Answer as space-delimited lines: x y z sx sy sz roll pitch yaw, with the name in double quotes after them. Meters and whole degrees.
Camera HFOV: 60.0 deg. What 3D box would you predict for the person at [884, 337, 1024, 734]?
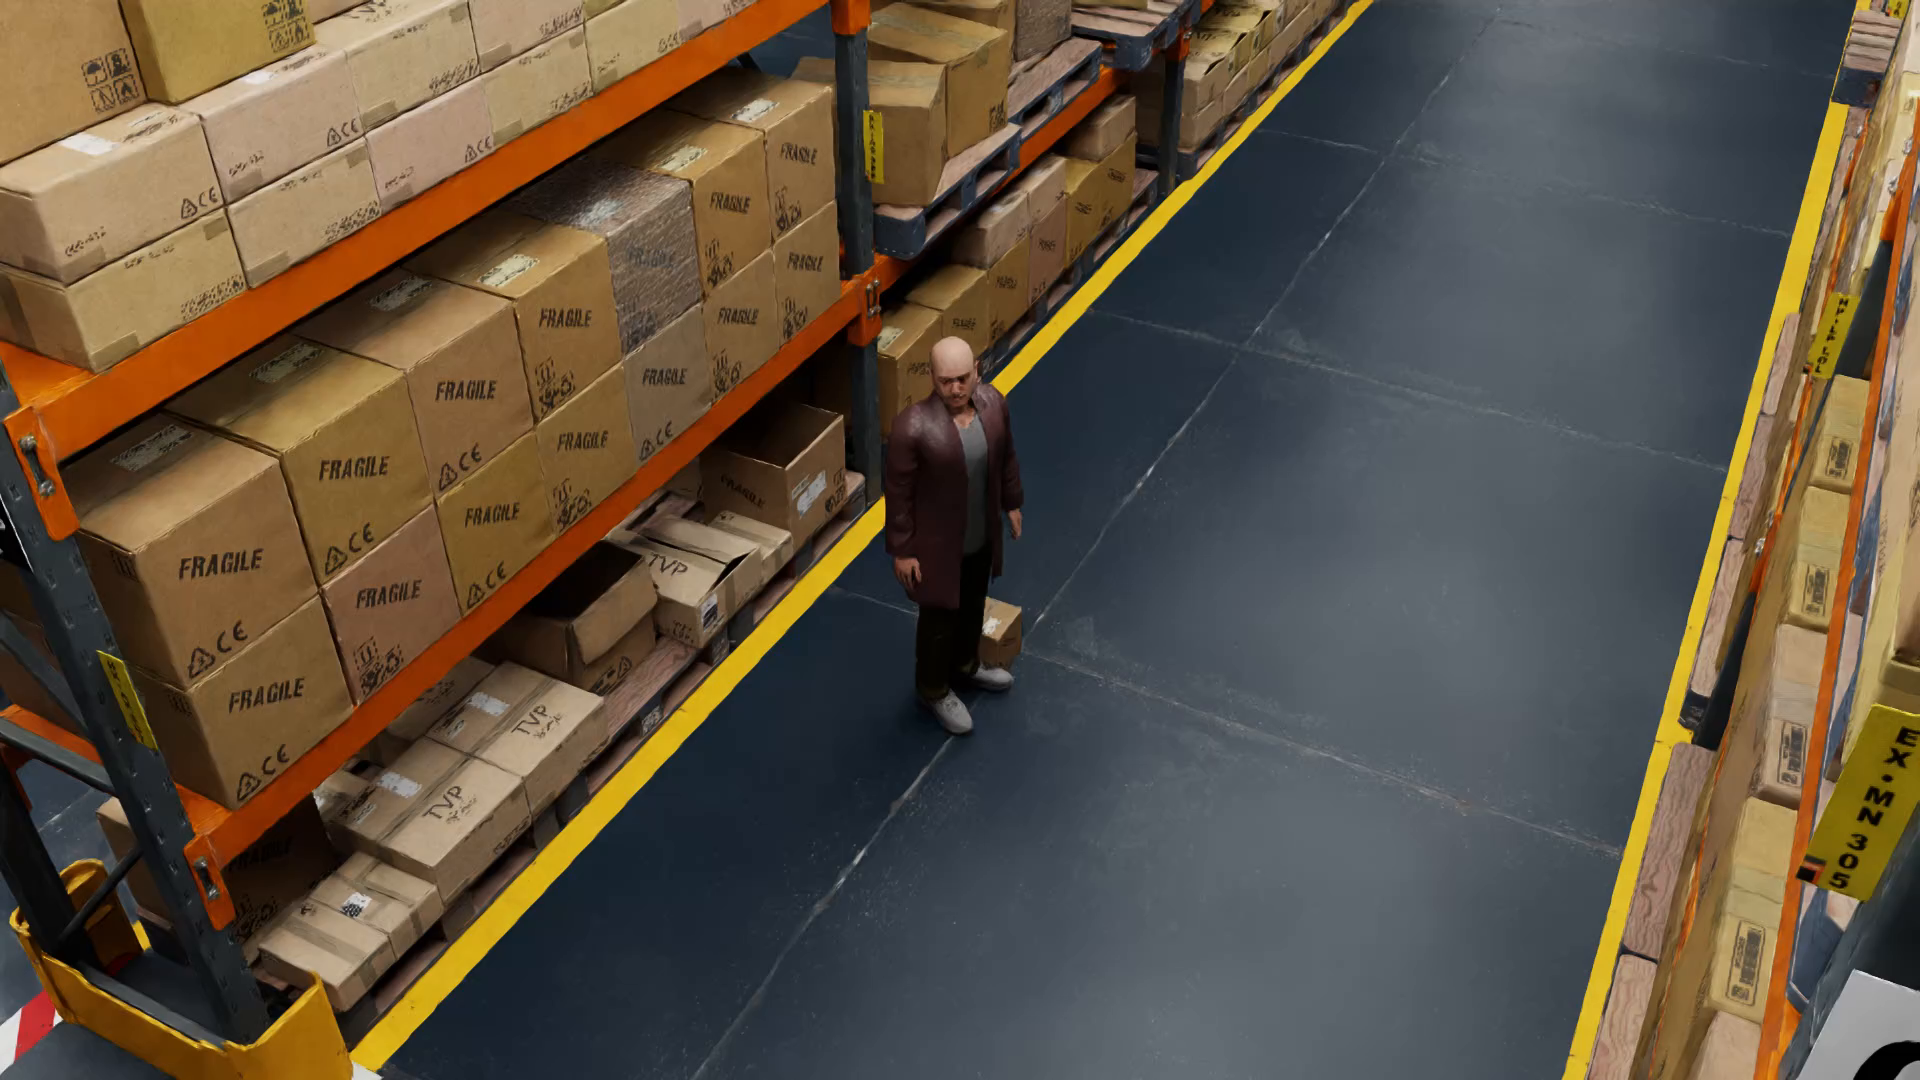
0.015 -0.026 6.758 0.674 1.780 0.437 -27 45 -31 "person"
